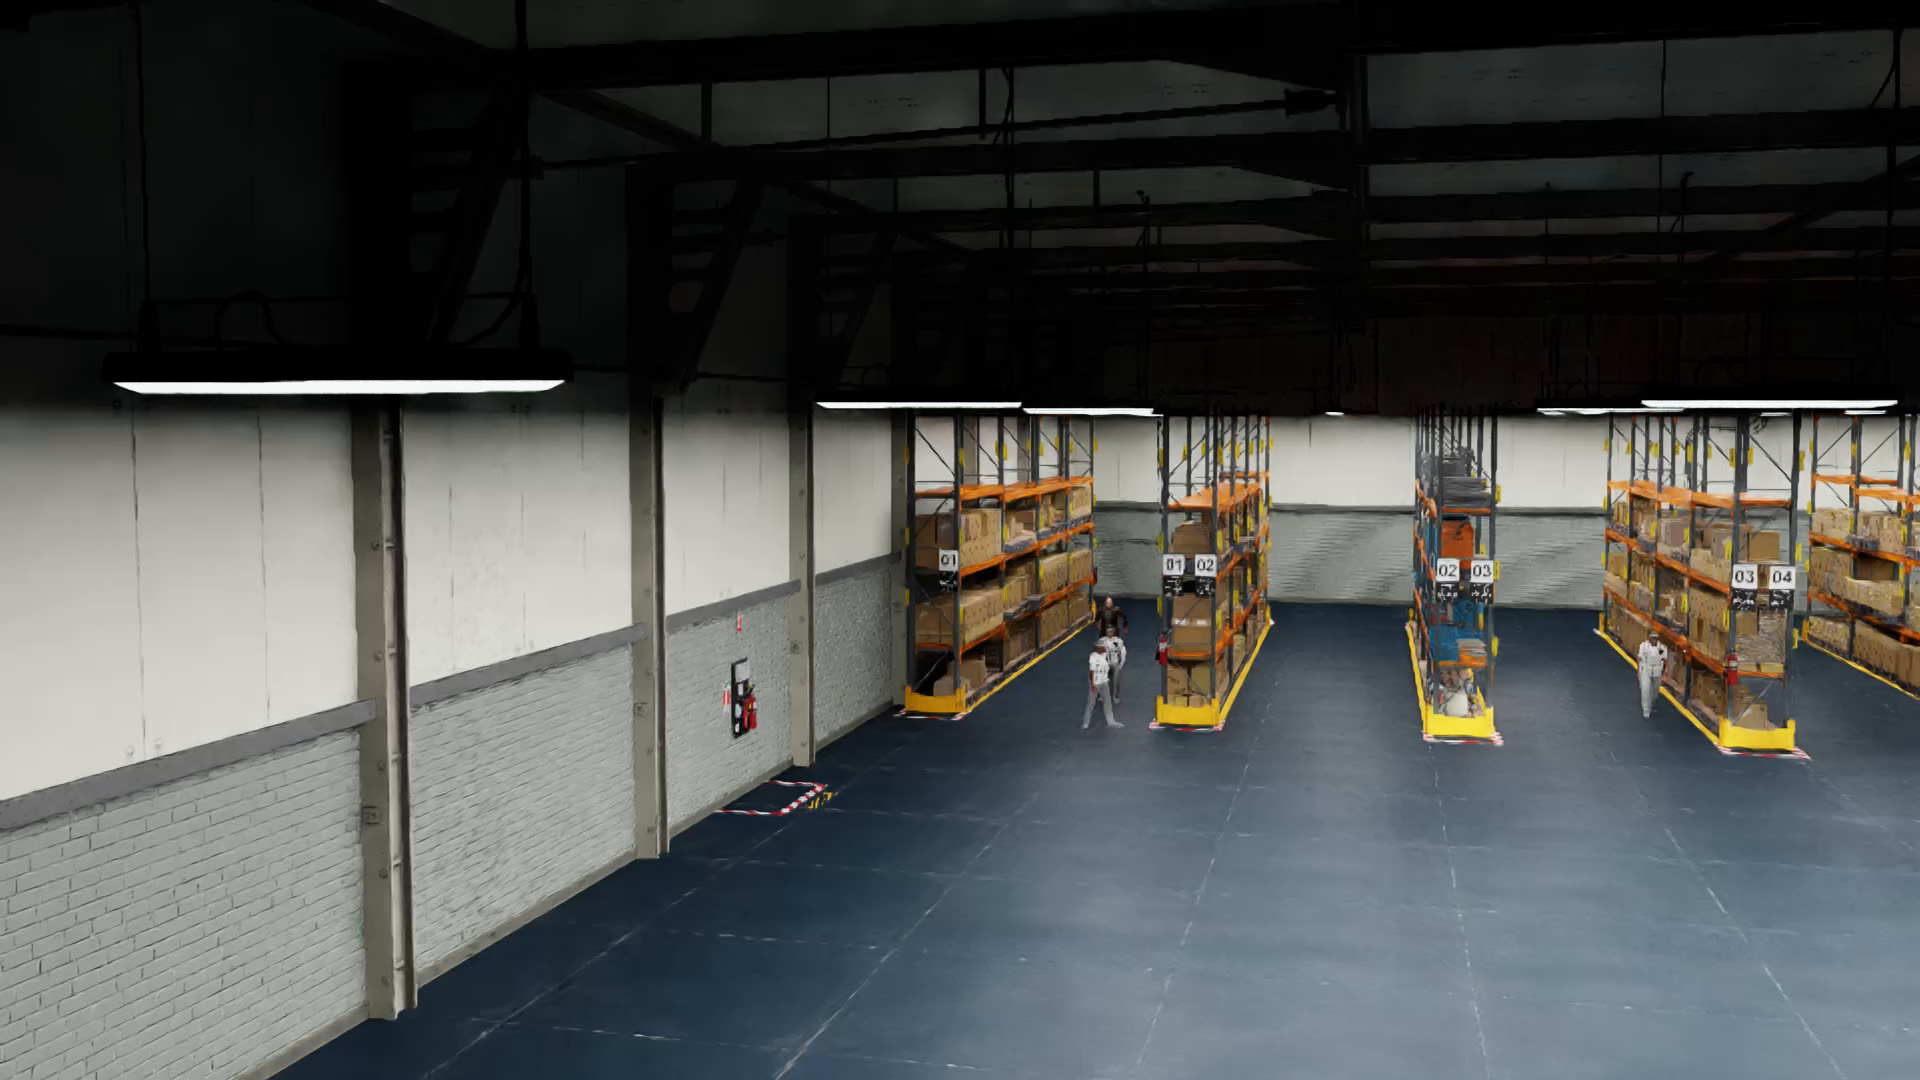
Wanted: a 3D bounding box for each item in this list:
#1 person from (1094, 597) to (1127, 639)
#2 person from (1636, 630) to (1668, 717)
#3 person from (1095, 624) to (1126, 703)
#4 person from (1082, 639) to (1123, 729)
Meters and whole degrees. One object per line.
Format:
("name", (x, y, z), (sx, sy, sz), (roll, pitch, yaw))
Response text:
("person", (3.397, 2.131, 37.715), (0.718, 1.704, 0.845), (1, 4, 19))
("person", (13.311, 2.537, 31.943), (0.534, 1.672, 1.106), (1, 4, 12))
("person", (3.029, 2.477, 33.489), (0.637, 1.632, 0.506), (1, 4, 11))
("person", (2.595, 2.643, 30.685), (0.697, 1.670, 0.555), (-4, 5, -40))
